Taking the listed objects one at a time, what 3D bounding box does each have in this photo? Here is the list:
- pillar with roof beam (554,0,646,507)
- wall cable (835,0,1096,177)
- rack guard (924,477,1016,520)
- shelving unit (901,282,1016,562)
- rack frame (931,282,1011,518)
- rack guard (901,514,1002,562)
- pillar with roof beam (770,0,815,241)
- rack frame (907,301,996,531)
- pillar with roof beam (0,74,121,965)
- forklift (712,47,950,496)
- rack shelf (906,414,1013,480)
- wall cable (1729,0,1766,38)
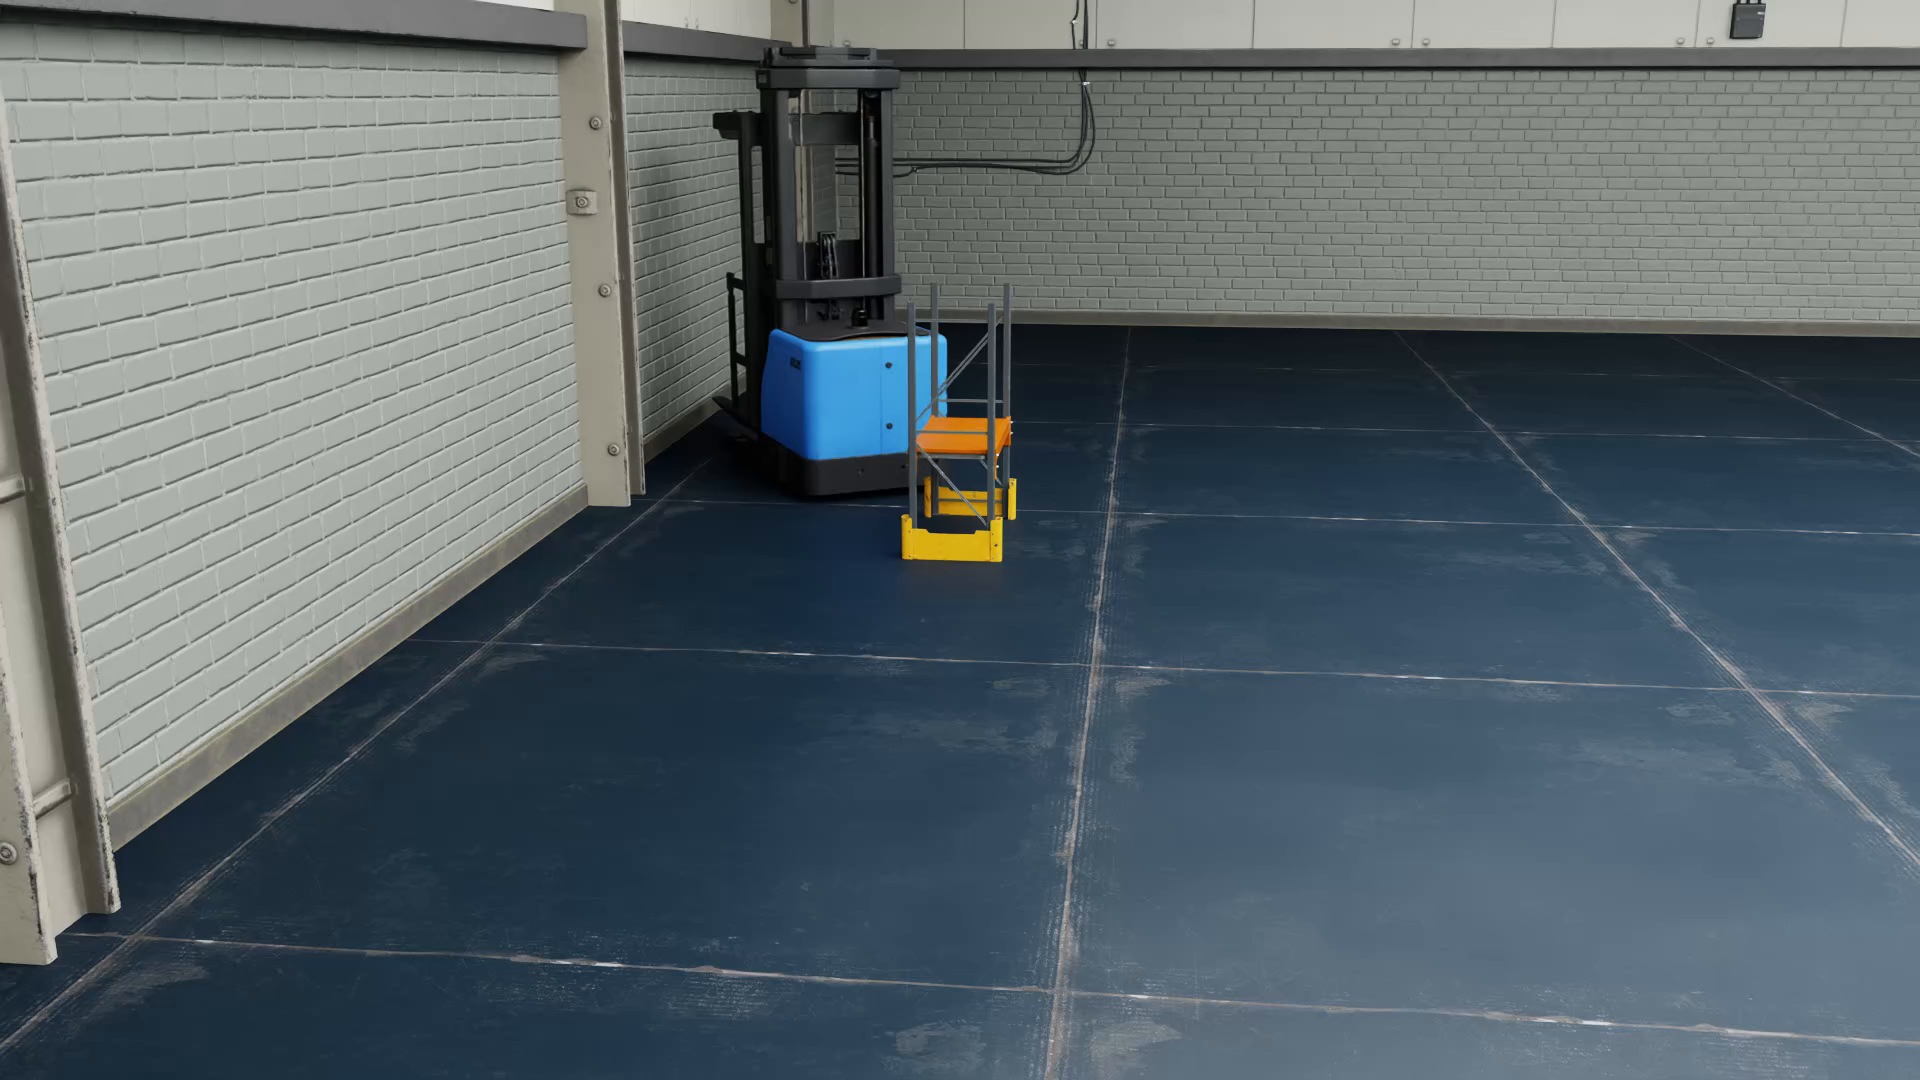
[{"bbox_3d":[1.956,-4.494,9.542,9.100,9.000,0.400,2,15,6],"label":"pillar with roof beam"},{"bbox_3d":[0.002,-5.403,18.853,3.097,2.526,0.112,2,15,6],"label":"wall cable"},{"bbox_3d":[0.065,-0.270,10.680,0.587,0.250,0.087,2,15,6],"label":"rack guard"},{"bbox_3d":[0.009,-0.744,10.039,0.587,1.500,1.083,2,15,6],"label":"shelving unit"},{"bbox_3d":[0.067,-0.878,10.536,0.500,1.500,0.032,2,15,6],"label":"rack frame"},{"bbox_3d":[-0.048,-0.011,9.725,0.587,0.250,0.087,2,15,6],"label":"rack guard"},{"bbox_3d":[2.633,-6.050,15.297,9.100,9.000,0.400,2,15,6],"label":"pillar with roof beam"},{"bbox_3d":[-0.048,-0.614,9.561,0.500,1.500,0.032,2,15,6],"label":"rack frame"},{"bbox_3d":[1.279,-2.938,3.787,9.100,9.000,0.400,2,15,6],"label":"pillar with roof beam"},{"bbox_3d":[-1.121,-2.046,12.112,1.130,2.935,3.031,-6,16,-23],"label":"forklift"},{"bbox_3d":[0.010,-0.572,10.095,0.538,0.185,1.000,2,15,6],"label":"rack shelf"},{"bbox_3d":[9.433,-8.260,16.954,2.305,6.003,0.169,2,15,6],"label":"wall cable"}]
